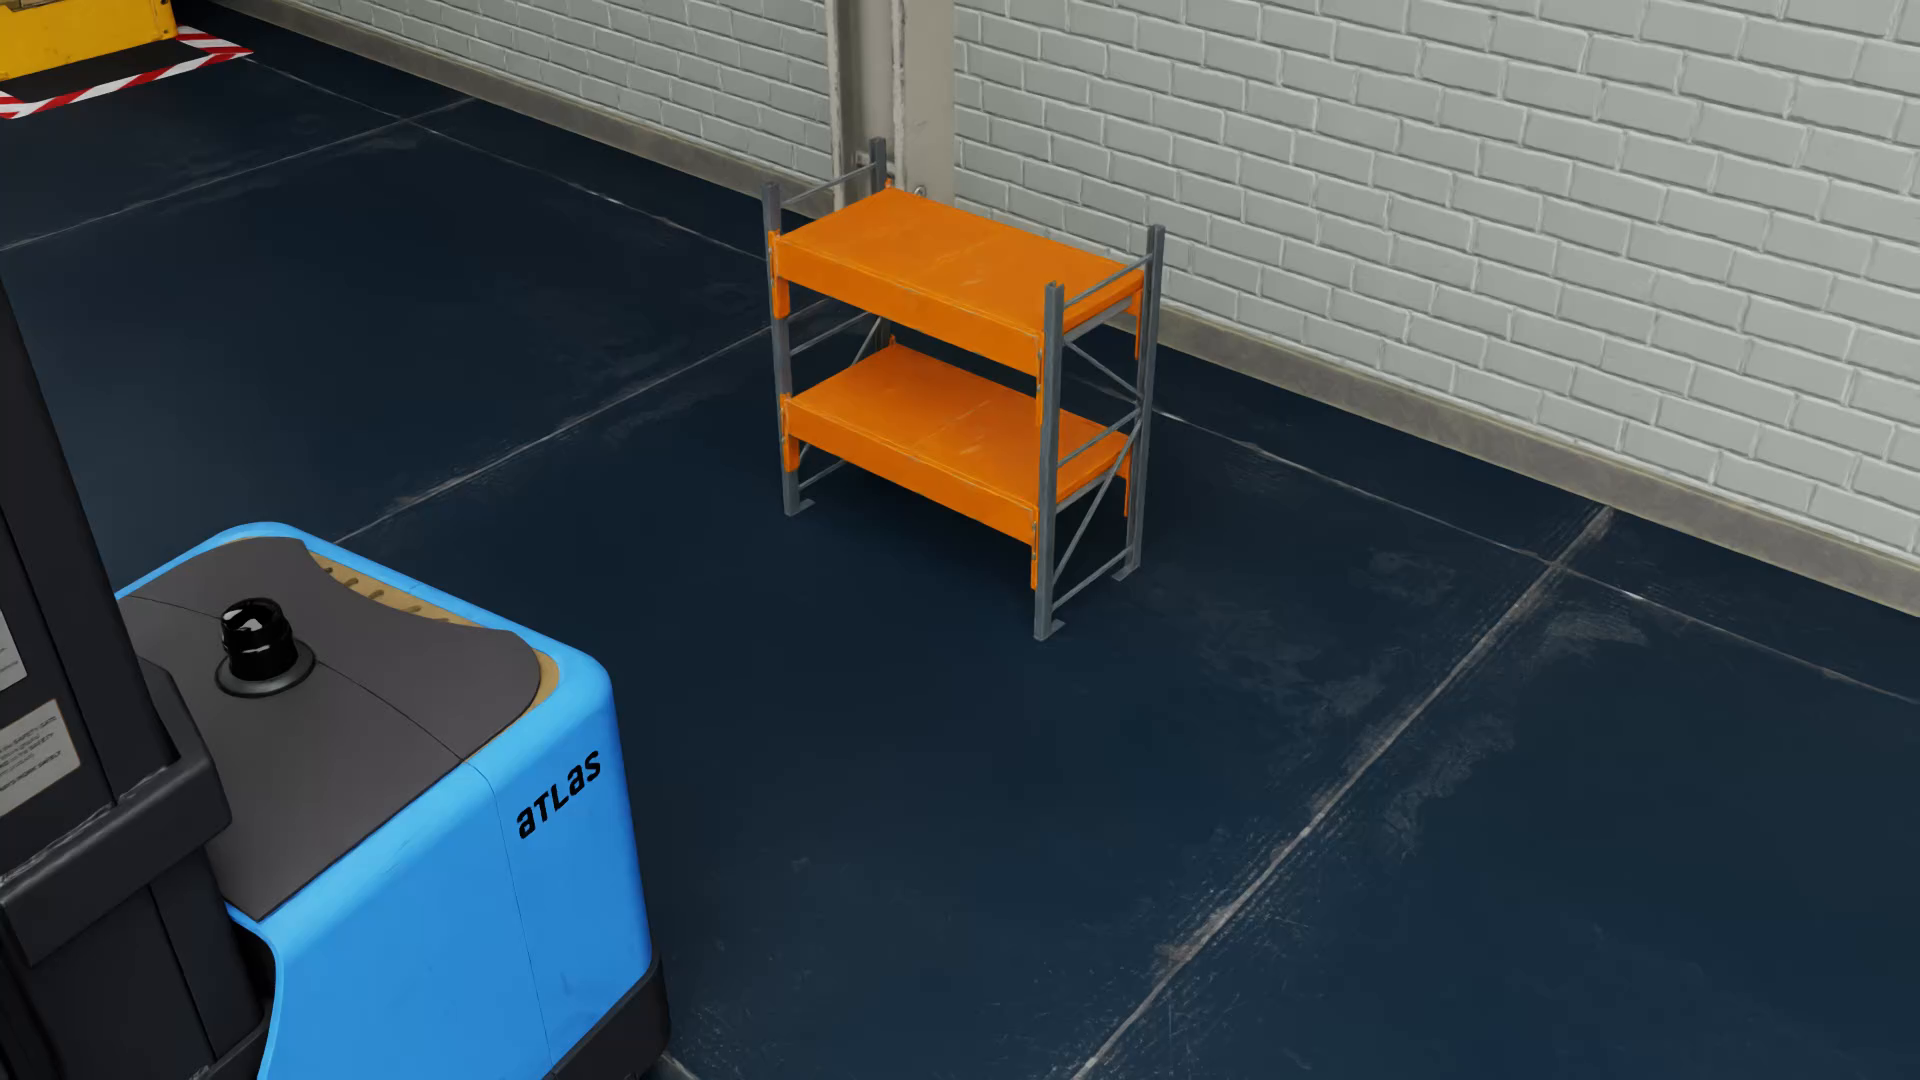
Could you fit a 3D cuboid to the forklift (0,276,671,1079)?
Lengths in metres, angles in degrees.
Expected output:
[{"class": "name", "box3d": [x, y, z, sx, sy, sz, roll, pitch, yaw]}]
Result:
[{"class": "forklift", "box3d": [-1.821, 0.469, 1.978, 1.130, 2.935, 3.031, 19, 39, 26]}]

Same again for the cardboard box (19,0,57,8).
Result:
[{"class": "cardboard box", "box3d": [-5.174, -3.215, 9.340, 0.500, 0.250, 0.500, 25, 42, 32]}]

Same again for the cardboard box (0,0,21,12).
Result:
[{"class": "cardboard box", "box3d": [-5.485, -2.985, 9.004, 0.500, 0.250, 0.500, 26, 42, 32]}]

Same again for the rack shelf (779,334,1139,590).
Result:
[{"class": "rack shelf", "box3d": [-0.005, -0.265, 5.074, 1.000, 0.278, 0.538, 25, 42, 32]}]

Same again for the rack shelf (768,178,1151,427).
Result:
[{"class": "rack shelf", "box3d": [-0.005, -0.707, 4.769, 1.000, 0.278, 0.538, 25, 42, 32]}]

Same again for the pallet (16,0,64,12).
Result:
[{"class": "pallet", "box3d": [-5.536, -3.022, 9.463, 1.213, 0.211, 1.003, 25, 42, 32]}]

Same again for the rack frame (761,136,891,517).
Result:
[{"class": "rack frame", "box3d": [-0.396, -0.650, 5.203, 0.032, 1.125, 0.500, 25, 42, 32]}]

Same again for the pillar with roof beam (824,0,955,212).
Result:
[{"class": "pillar with roof beam", "box3d": [-3.023, -2.983, 1.645, 0.400, 9.000, 9.100, 25, 42, 32]}]

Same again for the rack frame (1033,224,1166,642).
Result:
[{"class": "rack frame", "box3d": [0.385, -0.282, 4.667, 0.032, 1.125, 0.500, 25, 42, 32]}]

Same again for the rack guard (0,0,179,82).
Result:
[{"class": "rack guard", "box3d": [-4.903, -2.873, 8.992, 0.348, 0.500, 1.175, 25, 42, 32]}]

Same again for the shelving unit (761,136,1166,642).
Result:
[{"class": "shelving unit", "box3d": [-0.005, -0.466, 4.935, 1.048, 1.125, 0.538, 25, 42, 32]}]
